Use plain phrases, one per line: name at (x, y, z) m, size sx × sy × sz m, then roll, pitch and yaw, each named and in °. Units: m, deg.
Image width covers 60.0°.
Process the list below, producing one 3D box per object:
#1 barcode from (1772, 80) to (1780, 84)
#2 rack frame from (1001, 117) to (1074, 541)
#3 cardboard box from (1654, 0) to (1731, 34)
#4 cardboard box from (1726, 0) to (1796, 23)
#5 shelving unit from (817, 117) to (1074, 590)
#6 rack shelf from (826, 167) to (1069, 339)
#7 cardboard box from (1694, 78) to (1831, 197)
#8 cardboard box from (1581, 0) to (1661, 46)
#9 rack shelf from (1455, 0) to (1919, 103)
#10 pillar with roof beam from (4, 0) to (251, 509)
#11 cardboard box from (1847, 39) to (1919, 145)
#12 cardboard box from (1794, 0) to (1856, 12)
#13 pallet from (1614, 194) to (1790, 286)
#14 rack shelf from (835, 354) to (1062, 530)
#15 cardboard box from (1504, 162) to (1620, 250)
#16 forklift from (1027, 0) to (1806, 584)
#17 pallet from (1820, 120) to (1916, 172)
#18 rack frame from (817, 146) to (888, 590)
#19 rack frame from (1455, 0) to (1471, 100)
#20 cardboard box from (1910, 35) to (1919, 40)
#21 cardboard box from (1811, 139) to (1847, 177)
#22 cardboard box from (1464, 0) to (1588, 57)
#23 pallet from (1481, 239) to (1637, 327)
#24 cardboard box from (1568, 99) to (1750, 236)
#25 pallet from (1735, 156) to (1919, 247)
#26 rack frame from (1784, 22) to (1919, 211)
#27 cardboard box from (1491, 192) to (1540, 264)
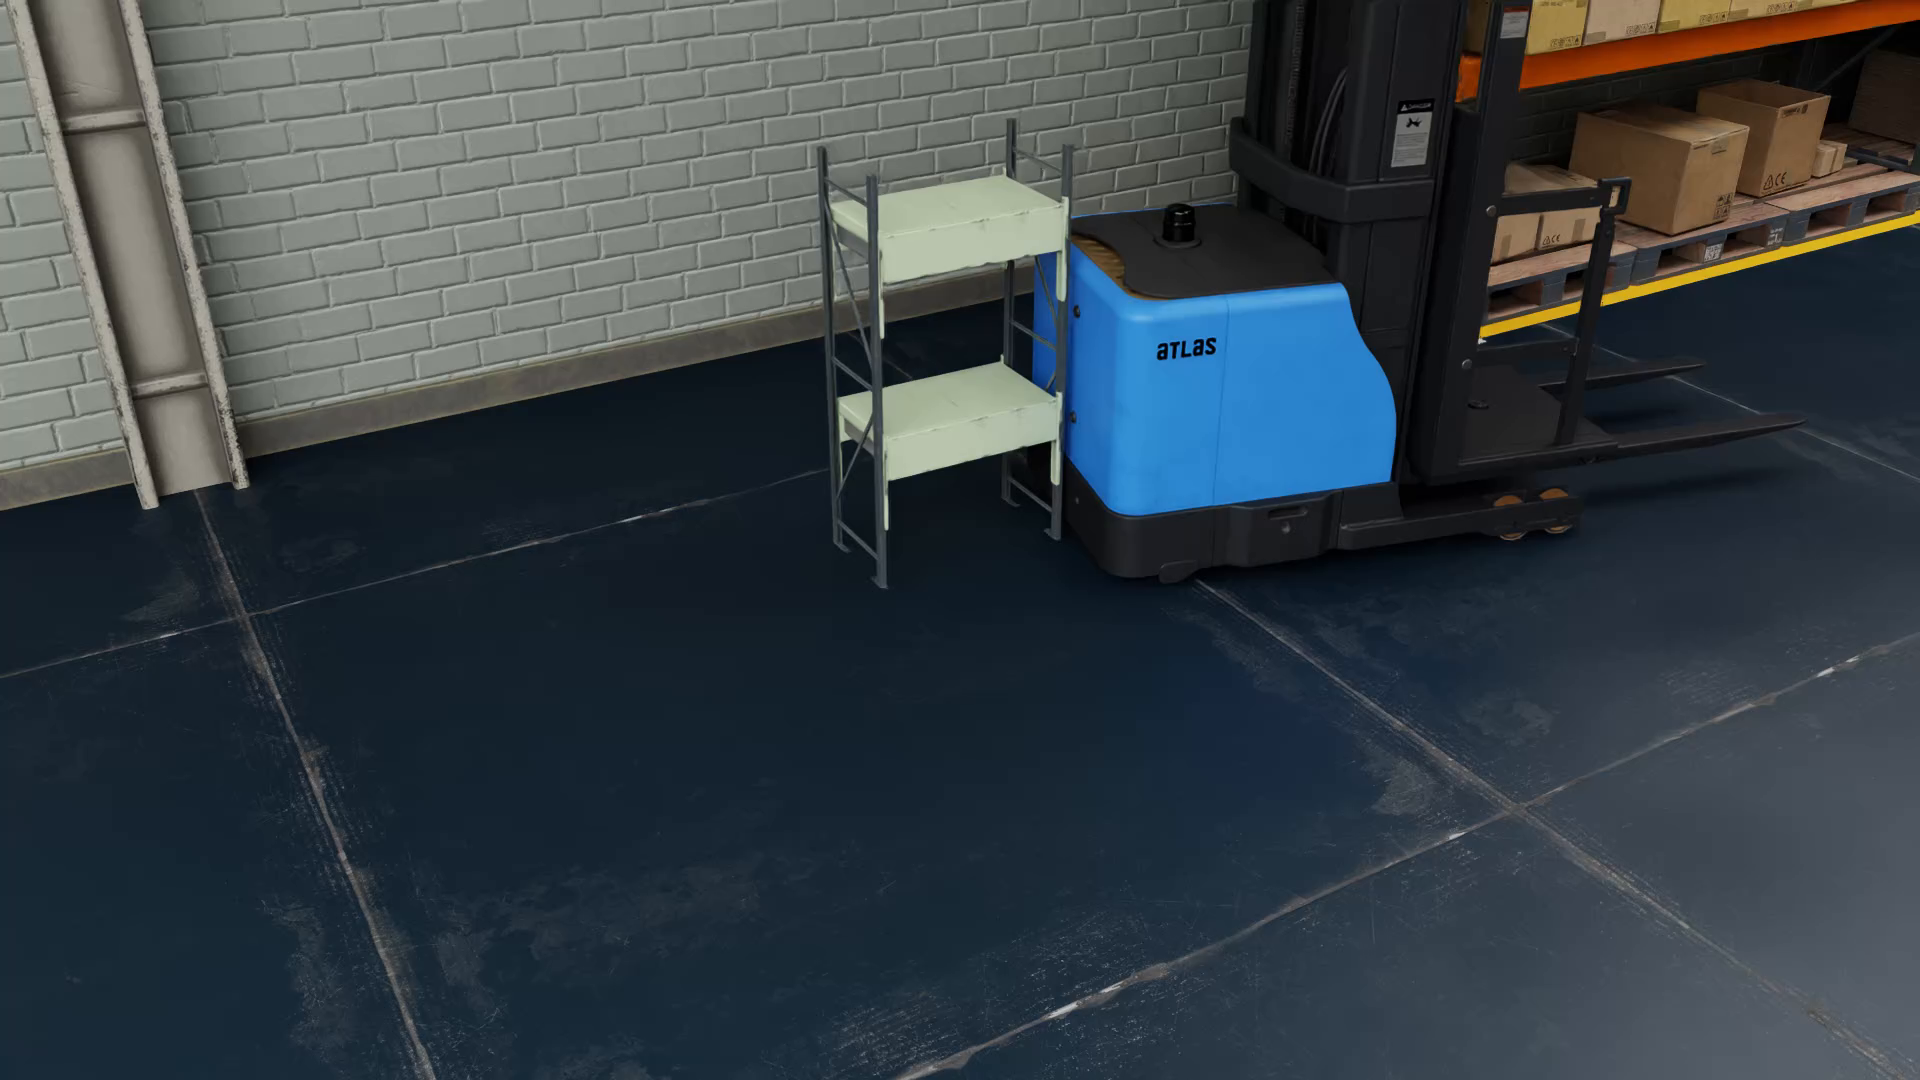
barcode at (4.789, -2.666, 9.776) m, size 0.075 × 0.075 × 0.001 m, roll -16°, pitch 33°, yaw -26°
rack frame at (0.271, -0.739, 6.037) m, size 0.023 × 1.500 × 0.400 m, roll -15°, pitch 32°, yaw -26°
cardboard box at (3.392, -2.666, 8.111) m, size 0.500 × 0.250 × 0.500 m, roll -16°, pitch 33°, yaw -27°
cardboard box at (3.829, -2.789, 8.333) m, size 0.500 × 0.250 × 0.500 m, roll -16°, pitch 32°, yaw -26°
shelving unit at (-0.048, -0.652, 5.879) m, size 0.755 × 1.500 × 0.431 m, roll -15°, pitch 32°, yaw -26°
rack shelf at (-0.048, -0.994, 5.691) m, size 0.720 × 0.370 × 0.431 m, roll -15°, pitch 32°, yaw -26°
cardboard box at (4.502, -2.287, 9.421) m, size 0.500 × 0.500 × 0.500 m, roll -19°, pitch 34°, yaw -30°
cardboard box at (2.950, -2.544, 7.889) m, size 0.500 × 0.250 × 0.500 m, roll -17°, pitch 33°, yaw -28°
rack shelf at (3.652, -2.655, 8.701) m, size 4.000 × 0.370 × 1.077 m, roll -16°, pitch 33°, yaw -26°
pillar with roof beam at (-0.899, -2.376, 1.243) m, size 0.400 × 9.000 × 9.100 m, roll -16°, pitch 33°, yaw -26°
cardboard box at (6.003, -2.745, 10.251) m, size 0.500 × 0.500 × 0.700 m, roll -15°, pitch 32°, yaw -25°
cardboard box at (4.262, -2.912, 8.557) m, size 0.500 × 0.250 × 0.500 m, roll -16°, pitch 33°, yaw -27°
pallet at (3.762, -1.759, 9.219) m, size 1.213 × 0.211 × 1.003 m, roll -16°, pitch 33°, yaw -26°
rack shelf at (-0.048, -0.367, 6.037) m, size 0.720 × 0.370 × 0.431 m, roll -15°, pitch 32°, yaw -26°
cardboard box at (3.061, -1.767, 8.675) m, size 0.500 × 0.311 × 0.500 m, roll -13°, pitch 31°, yaw -22°
forklift at (1.842, -1.518, 5.968) m, size 3.031 × 2.935 × 1.130 m, roll -8°, pitch 30°, yaw -14°
pallet at (6.047, -2.430, 10.434) m, size 1.213 × 0.211 × 1.003 m, roll -16°, pitch 33°, yaw -26°
rack frame at (-0.367, -0.565, 5.722) m, size 0.023 × 1.500 × 0.400 m, roll -15°, pitch 32°, yaw -26°
rack frame at (1.928, -2.480, 7.640) m, size 0.127 × 3.000 × 1.000 m, roll -16°, pitch 33°, yaw -26°
cardboard box at (6.423, -2.892, 10.518) m, size 0.500 × 0.500 × 0.700 m, roll -17°, pitch 33°, yaw -27°
cardboard box at (4.930, -2.268, 9.732) m, size 0.250 × 0.166 × 0.380 m, roll -21°, pitch 35°, yaw -33°
cardboard box at (2.509, -2.411, 7.648) m, size 0.500 × 0.250 × 0.500 m, roll -17°, pitch 33°, yaw -28°
pallet at (2.712, -1.462, 8.681) m, size 1.213 × 0.211 × 1.003 m, roll -16°, pitch 33°, yaw -26°
cardboard box at (3.719, -2.009, 8.917) m, size 0.500 × 0.500 × 0.700 m, roll -18°, pitch 34°, yaw -29°
pallet at (4.815, -2.059, 9.763) m, size 1.213 × 0.211 × 1.003 m, roll -16°, pitch 33°, yaw -26°
rack frame at (5.376, -3.459, 9.414) m, size 0.127 × 3.000 × 1.000 m, roll -16°, pitch 33°, yaw -26°
cardboard box at (2.570, -1.628, 8.422) m, size 0.500 × 0.311 × 0.500 m, roll -20°, pitch 35°, yaw -32°
